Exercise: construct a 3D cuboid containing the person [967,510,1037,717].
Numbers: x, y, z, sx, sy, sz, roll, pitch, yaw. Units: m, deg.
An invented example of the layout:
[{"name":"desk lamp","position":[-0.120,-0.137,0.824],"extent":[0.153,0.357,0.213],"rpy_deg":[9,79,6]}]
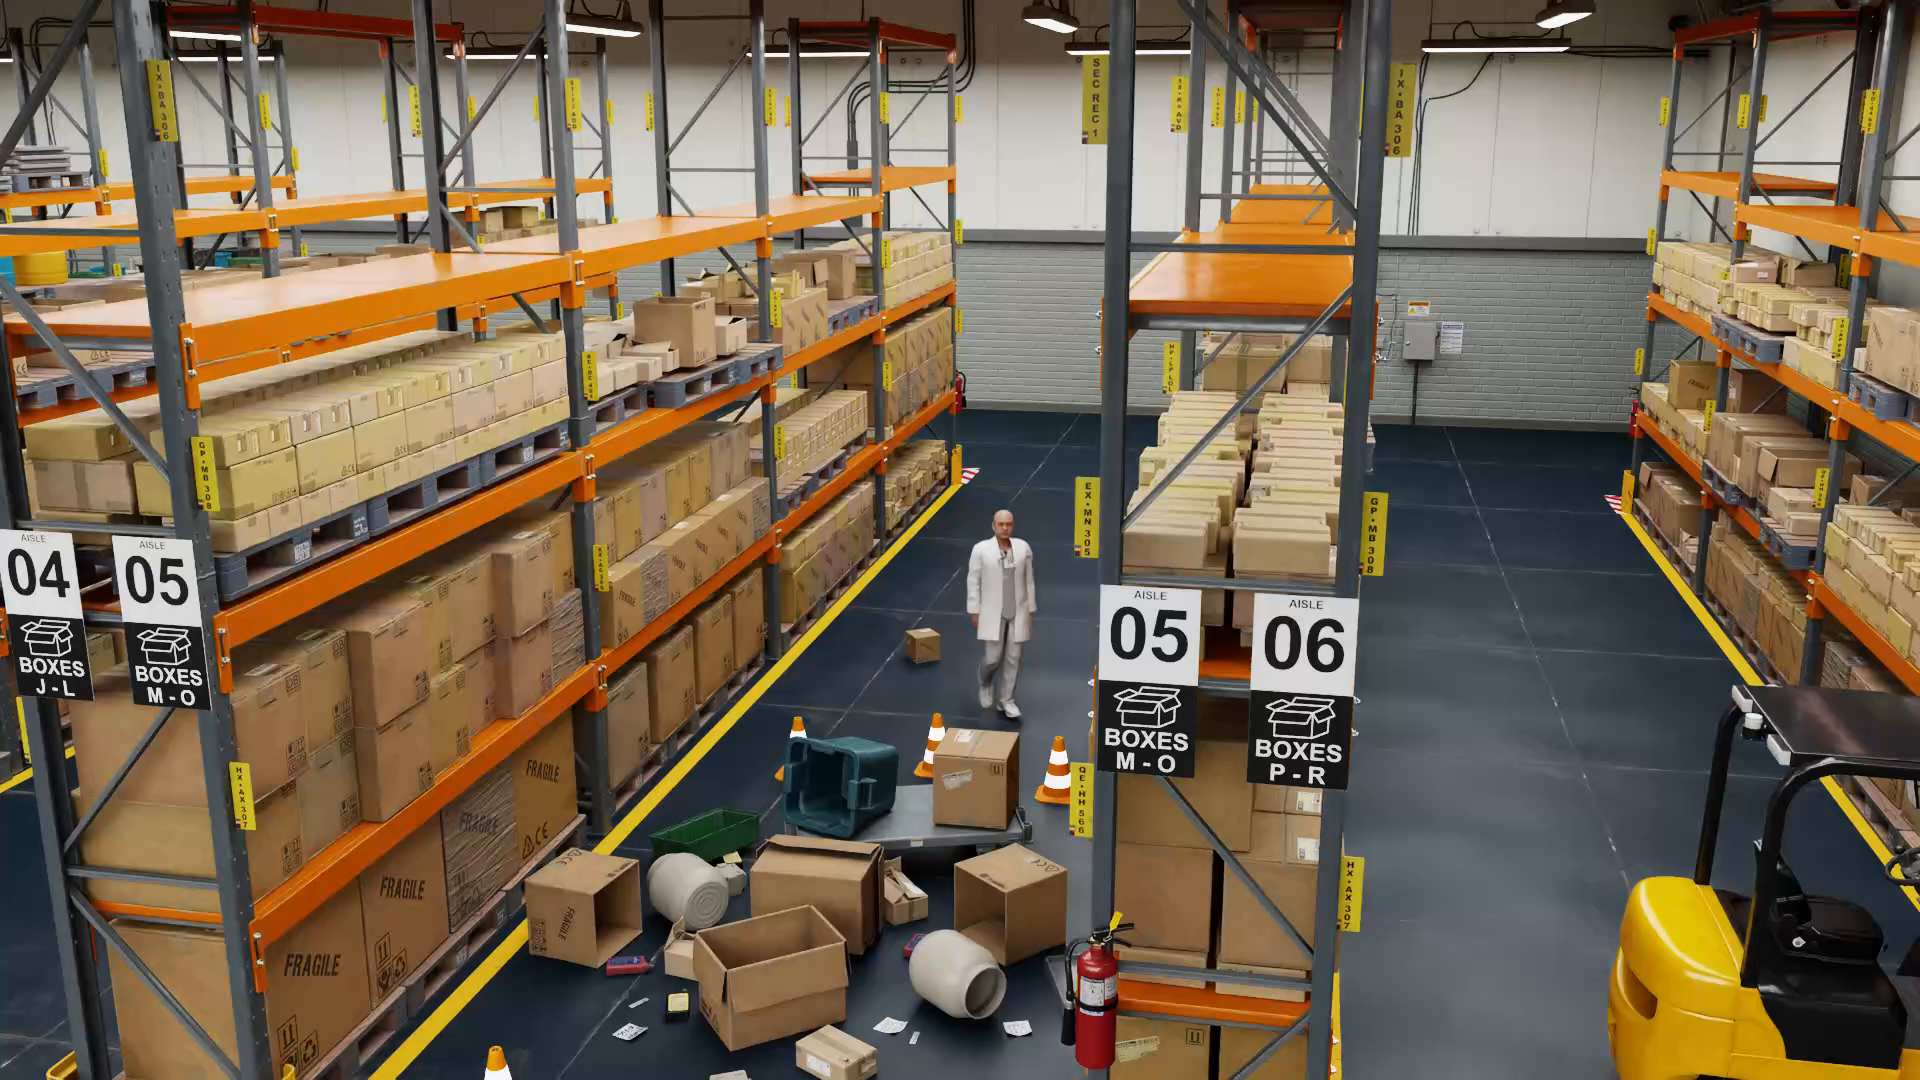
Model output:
[{"name":"person","position":[0.357,0.713,14.063],"extent":[0.577,1.557,0.569],"rpy_deg":[-4,15,-15]}]
